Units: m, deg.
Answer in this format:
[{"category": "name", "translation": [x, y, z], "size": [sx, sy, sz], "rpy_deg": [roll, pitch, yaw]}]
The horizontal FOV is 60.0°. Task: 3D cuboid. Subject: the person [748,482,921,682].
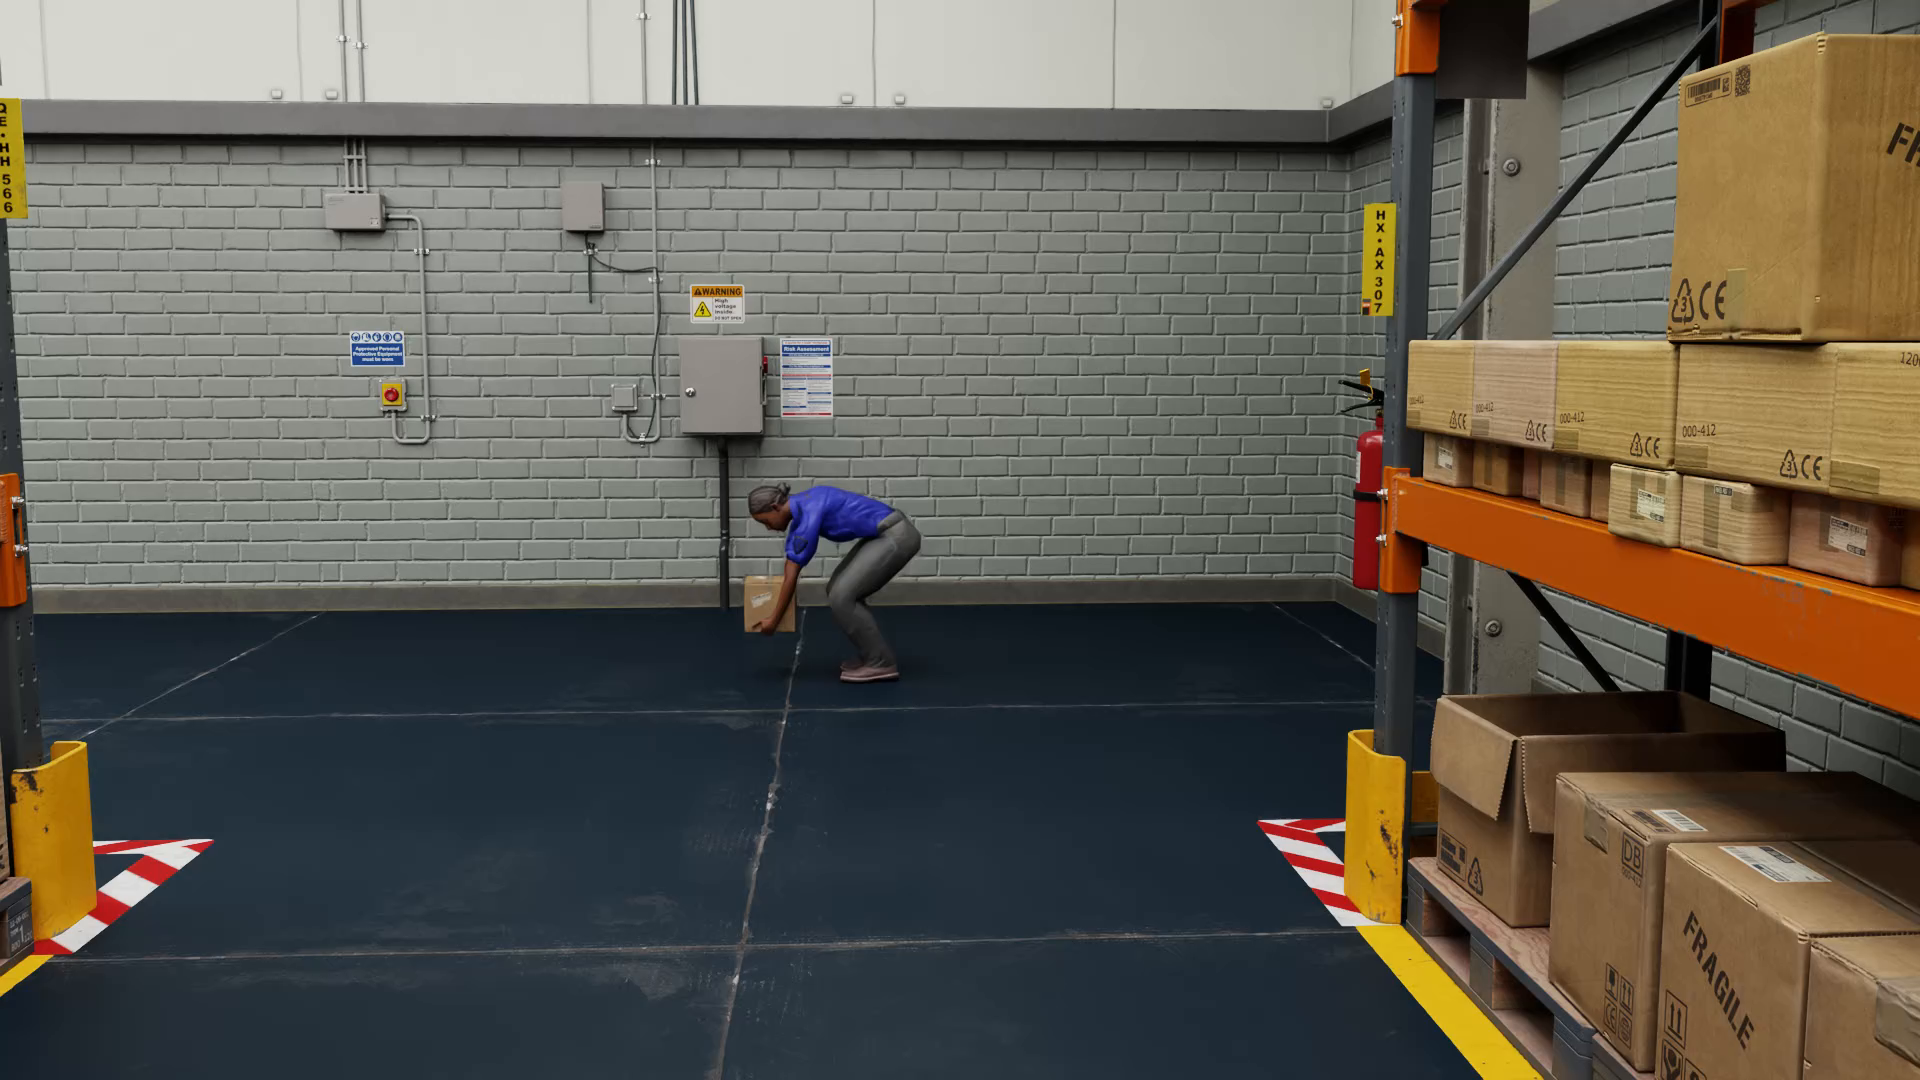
[{"category": "person", "translation": [-0.626, 0.202, 8.365], "size": [0.862, 0.996, 0.465], "rpy_deg": [-1, 7, -6]}]
